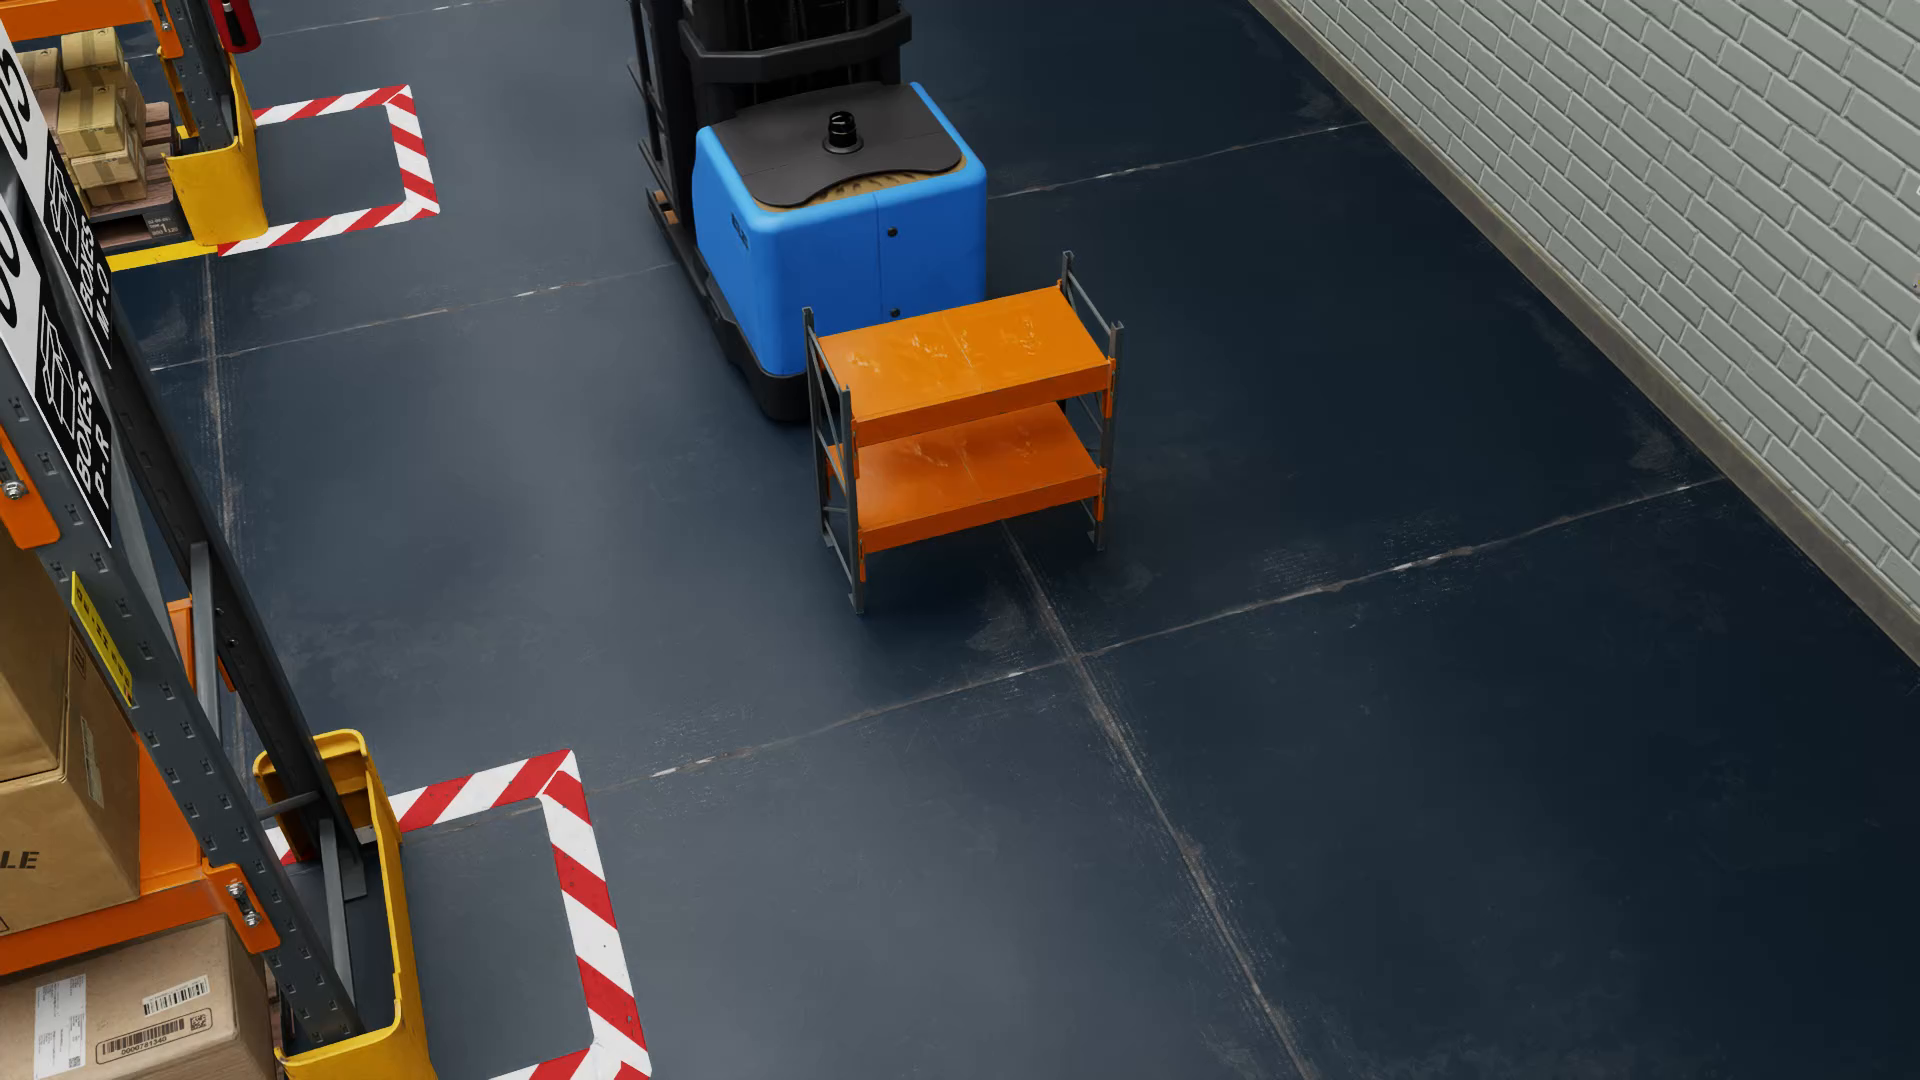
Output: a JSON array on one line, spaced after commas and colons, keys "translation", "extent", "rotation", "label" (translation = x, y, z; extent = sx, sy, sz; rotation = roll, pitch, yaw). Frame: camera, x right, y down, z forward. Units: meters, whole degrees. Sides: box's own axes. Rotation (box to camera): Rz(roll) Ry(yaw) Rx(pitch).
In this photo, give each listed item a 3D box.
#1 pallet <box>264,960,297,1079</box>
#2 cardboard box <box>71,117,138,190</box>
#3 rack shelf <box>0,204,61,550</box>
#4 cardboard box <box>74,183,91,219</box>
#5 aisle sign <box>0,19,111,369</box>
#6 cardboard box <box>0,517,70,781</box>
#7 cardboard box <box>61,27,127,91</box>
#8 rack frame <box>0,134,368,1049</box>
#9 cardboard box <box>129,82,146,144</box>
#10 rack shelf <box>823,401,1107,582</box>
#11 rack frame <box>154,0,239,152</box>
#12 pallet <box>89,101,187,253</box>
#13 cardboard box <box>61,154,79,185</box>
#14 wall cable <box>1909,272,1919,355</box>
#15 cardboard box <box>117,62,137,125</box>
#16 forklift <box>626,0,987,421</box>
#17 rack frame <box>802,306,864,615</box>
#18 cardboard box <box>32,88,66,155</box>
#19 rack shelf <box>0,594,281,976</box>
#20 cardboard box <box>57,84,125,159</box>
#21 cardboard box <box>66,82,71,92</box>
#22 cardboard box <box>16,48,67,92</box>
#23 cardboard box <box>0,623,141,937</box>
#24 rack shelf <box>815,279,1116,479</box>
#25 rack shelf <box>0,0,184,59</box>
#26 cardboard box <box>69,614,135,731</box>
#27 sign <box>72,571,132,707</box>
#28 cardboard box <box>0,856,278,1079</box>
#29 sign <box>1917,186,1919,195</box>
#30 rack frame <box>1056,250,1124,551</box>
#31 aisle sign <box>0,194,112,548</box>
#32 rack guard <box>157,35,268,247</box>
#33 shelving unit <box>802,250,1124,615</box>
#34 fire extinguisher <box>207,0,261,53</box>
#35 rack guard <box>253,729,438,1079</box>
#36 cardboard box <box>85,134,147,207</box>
[{"translation": [-2.670, 1.563, 5.043], "extent": [1.213, 0.211, 1.003], "rotation": [-14, 47, -14], "label": "pallet"}, {"translation": [-4.120, -1.869, 8.001], "extent": [0.250, 0.149, 0.380], "rotation": [-16, 47, -15], "label": "cardboard box"}, {"translation": [-3.826, 0.010, 3.012], "extent": [4.000, 0.370, 1.077], "rotation": [-14, 47, -14], "label": "rack shelf"}, {"translation": [-4.352, -1.686, 8.029], "extent": [0.250, 0.149, 0.380], "rotation": [-13, 47, -13], "label": "cardboard box"}, {"translation": [-1.976, -0.794, 3.588], "extent": [0.004, 0.787, 0.394], "rotation": [-14, 47, -14], "label": "aisle sign"}, {"translation": [-2.317, 0.221, 3.636], "extent": [0.500, 0.500, 0.500], "rotation": [-13, 47, -13], "label": "cardboard box"}, {"translation": [-4.329, -2.391, 8.312], "extent": [0.250, 0.149, 0.380], "rotation": [-16, 47, -16], "label": "cardboard box"}, {"translation": [-1.945, 0.334, 4.299], "extent": [0.127, 3.000, 1.000], "rotation": [-14, 47, -14], "label": "rack frame"}, {"translation": [-4.322, -2.168, 8.509], "extent": [0.250, 0.149, 0.380], "rotation": [-13, 47, -13], "label": "cardboard box"}, {"translation": [0.006, -0.226, 6.526], "extent": [1.000, 0.278, 0.538], "rotation": [-14, 47, -14], "label": "rack shelf"}, {"translation": [-3.721, -2.939, 7.562], "extent": [0.127, 3.000, 1.000], "rotation": [-14, 47, -14], "label": "rack frame"}, {"translation": [-4.568, -1.765, 8.360], "extent": [1.213, 0.211, 1.003], "rotation": [-14, 47, -14], "label": "pallet"}, {"translation": [-4.384, -1.842, 7.974], "extent": [0.250, 0.149, 0.380], "rotation": [-15, 47, -15], "label": "cardboard box"}, {"translation": [3.351, -1.407, 5.295], "extent": [0.123, 1.953, 0.585], "rotation": [-14, 47, -14], "label": "wall cable"}, {"translation": [-4.301, -2.231, 8.362], "extent": [0.250, 0.149, 0.380], "rotation": [-13, 46, -12], "label": "cardboard box"}, {"translation": [-0.913, -2.605, 7.277], "extent": [1.130, 2.935, 3.031], "rotation": [-17, 47, -16], "label": "forklift"}, {"translation": [-0.472, -0.276, 6.231], "extent": [0.032, 1.125, 0.500], "rotation": [-14, 47, -14], "label": "rack frame"}, {"translation": [-4.388, -1.973, 7.895], "extent": [0.250, 0.149, 0.380], "rotation": [-13, 47, -13], "label": "cardboard box"}, {"translation": [-3.826, 1.069, 4.074], "extent": [4.000, 0.370, 1.077], "rotation": [-14, 47, -14], "label": "rack shelf"}, {"translation": [-4.132, -1.995, 7.917], "extent": [0.250, 0.149, 0.380], "rotation": [-14, 47, -13], "label": "cardboard box"}, {"translation": [-4.577, -2.203, 8.334], "extent": [0.250, 0.149, 0.380], "rotation": [-15, 47, -14], "label": "cardboard box"}, {"translation": [-4.547, -2.245, 8.166], "extent": [0.250, 0.149, 0.380], "rotation": [-14, 47, -13], "label": "cardboard box"}, {"translation": [-2.309, 0.591, 3.972], "extent": [0.500, 0.500, 0.500], "rotation": [-14, 47, -14], "label": "cardboard box"}, {"translation": [0.006, -0.605, 6.146], "extent": [1.000, 0.278, 0.538], "rotation": [-14, 47, -14], "label": "rack shelf"}, {"translation": [-5.602, -2.204, 7.337], "extent": [4.000, 0.370, 1.077], "rotation": [-14, 47, -14], "label": "rack shelf"}, {"translation": [-2.494, 0.223, 4.339], "extent": [0.500, 0.500, 0.500], "rotation": [-15, 47, -14], "label": "cardboard box"}, {"translation": [-1.774, 0.207, 3.441], "extent": [0.005, 0.325, 0.100], "rotation": [-14, 47, -14], "label": "sign"}, {"translation": [-2.532, 1.316, 4.833], "extent": [0.875, 0.438, 0.875], "rotation": [-16, 47, -15], "label": "cardboard box"}, {"translation": [3.392, -1.179, 5.617], "extent": [0.001, 0.218, 0.327], "rotation": [-14, 47, -14], "label": "sign"}, {"translation": [0.484, -0.521, 6.475], "extent": [0.032, 1.125, 0.500], "rotation": [-14, 47, -14], "label": "rack frame"}, {"translation": [-1.772, -0.394, 3.190], "extent": [0.004, 0.787, 0.394], "rotation": [-14, 47, -14], "label": "aisle sign"}, {"translation": [-3.792, -2.038, 8.429], "extent": [0.348, 0.500, 1.175], "rotation": [-14, 47, -14], "label": "rack guard"}, {"translation": [0.006, -0.399, 6.353], "extent": [1.048, 1.125, 0.538], "rotation": [-14, 47, -14], "label": "shelving unit"}, {"translation": [-3.327, -2.533, 7.475], "extent": [0.183, 0.674, 0.296], "rotation": [-14, 47, -14], "label": "fire extinguisher"}, {"translation": [-1.922, 1.211, 5.190], "extent": [0.348, 0.500, 1.175], "rotation": [-14, 47, -14], "label": "rack guard"}, {"translation": [-4.145, -1.815, 8.158], "extent": [0.250, 0.149, 0.380], "rotation": [-14, 47, -13], "label": "cardboard box"}]
